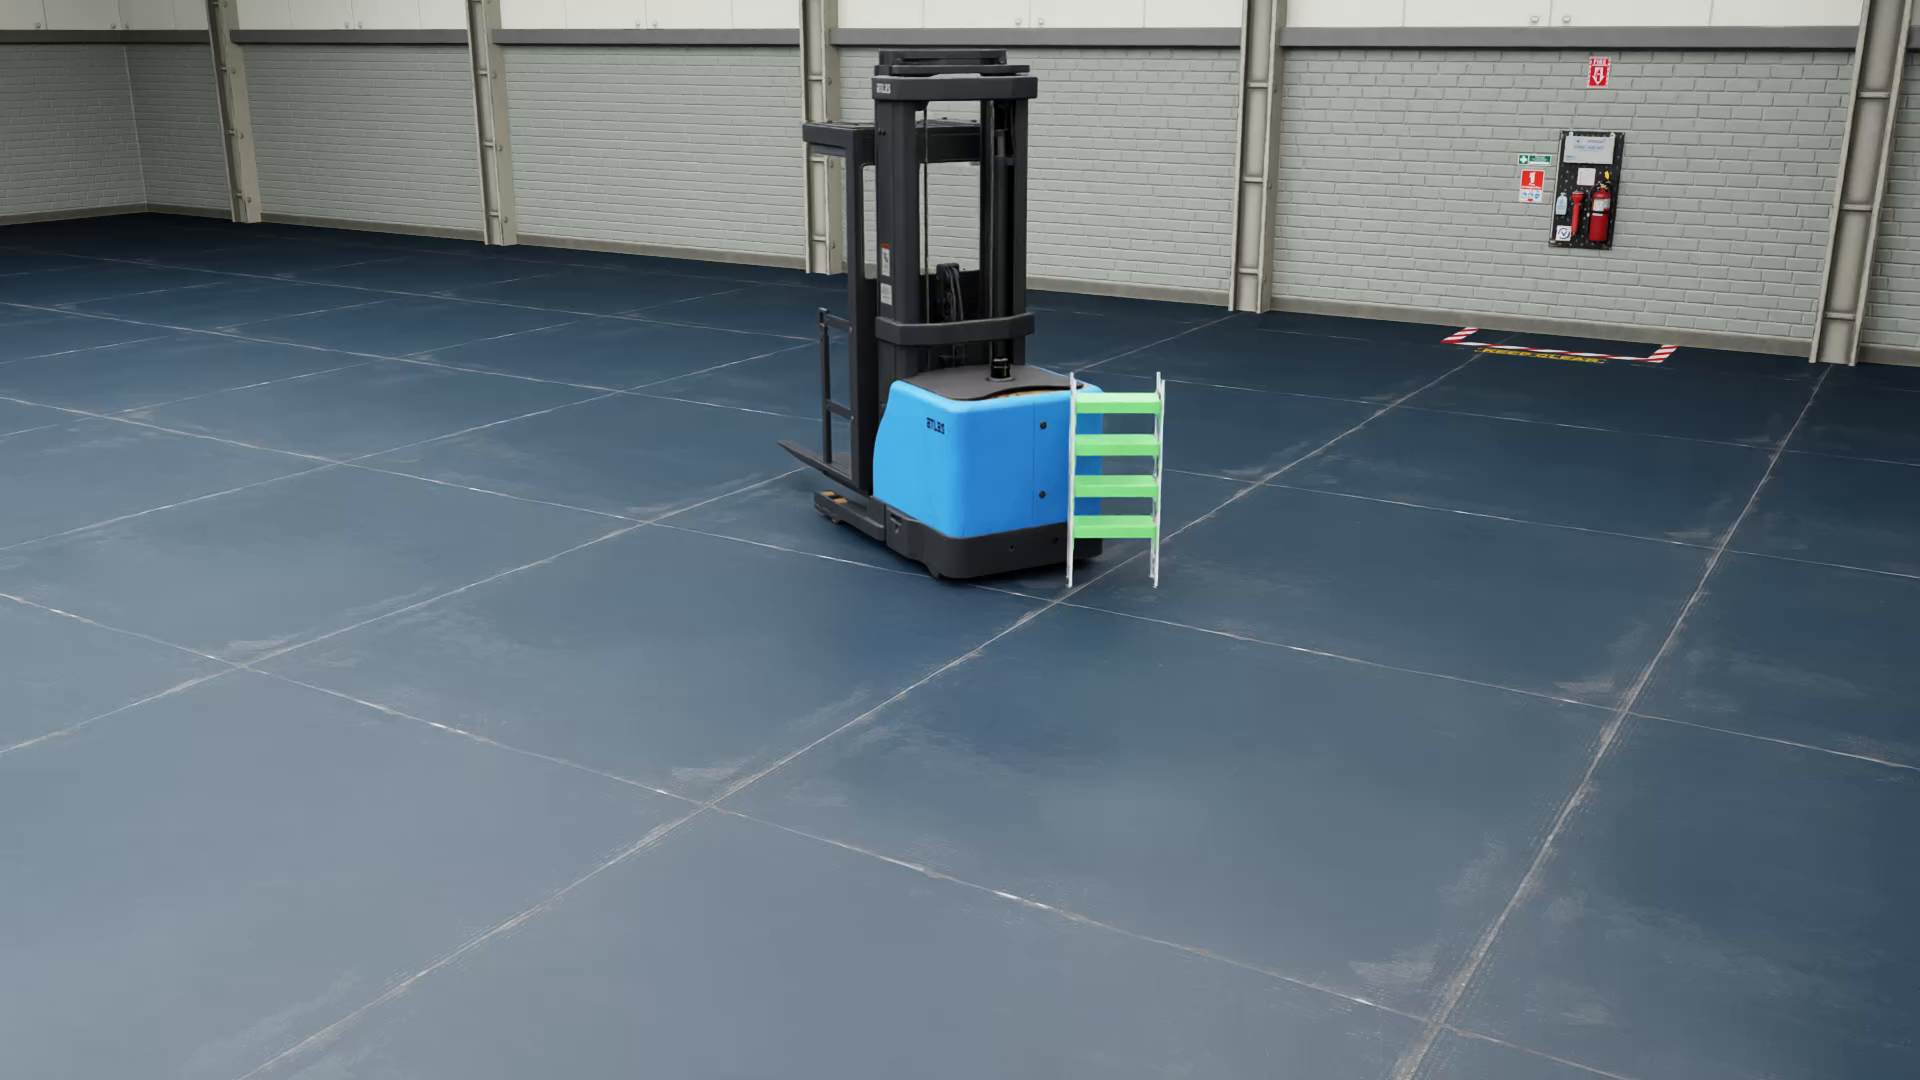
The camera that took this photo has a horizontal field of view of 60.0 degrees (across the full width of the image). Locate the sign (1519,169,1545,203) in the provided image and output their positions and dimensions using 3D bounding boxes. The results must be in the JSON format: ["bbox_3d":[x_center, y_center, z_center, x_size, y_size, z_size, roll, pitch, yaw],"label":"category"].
[{"bbox_3d":[5.926,-3.669,17.238,0.234,0.329,0.001,10,20,30],"label":"sign"}]

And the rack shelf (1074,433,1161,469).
[{"bbox_3d":[0.874,-0.505,9.373,0.480,0.148,0.258,0,17,0],"label":"rack shelf"}]

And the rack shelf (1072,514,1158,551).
[{"bbox_3d":[0.874,-0.046,9.513,0.480,0.148,0.258,0,17,0],"label":"rack shelf"}]

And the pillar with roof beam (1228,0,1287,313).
[{"bbox_3d":[1.064,-5.874,14.236,0.400,9.000,9.100,10,20,30],"label":"pillar with roof beam"}]

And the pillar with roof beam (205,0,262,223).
[{"bbox_3d":[-14.274,-8.612,23.250,0.400,9.000,9.100,10,20,30],"label":"pillar with roof beam"}]

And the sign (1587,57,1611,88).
[{"bbox_3d":[6.389,-4.677,16.630,0.199,0.298,0.001,10,20,30],"label":"sign"}]

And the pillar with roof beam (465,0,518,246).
[{"bbox_3d":[-9.162,-7.699,20.245,0.400,9.000,9.100,10,20,30],"label":"pillar with roof beam"}]

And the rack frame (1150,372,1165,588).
[{"bbox_3d":[1.118,-0.337,9.426,0.015,1.200,0.240,0,17,0],"label":"rack frame"}]

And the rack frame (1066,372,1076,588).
[{"bbox_3d":[0.630,-0.336,9.423,0.015,1.200,0.240,0,17,0],"label":"rack frame"}]

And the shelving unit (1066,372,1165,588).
[{"bbox_3d":[0.874,-0.336,9.424,0.503,1.200,0.258,0,17,0],"label":"shelving unit"}]

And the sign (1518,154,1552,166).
[{"bbox_3d":[5.926,-3.920,17.151,0.331,0.109,0.001,10,20,30],"label":"sign"}]

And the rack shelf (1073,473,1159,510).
[{"bbox_3d":[0.874,-0.275,9.443,0.480,0.148,0.258,0,17,0],"label":"rack shelf"}]

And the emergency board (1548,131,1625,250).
[{"bbox_3d":[6.344,-3.542,16.882,0.643,1.169,0.194,10,20,30],"label":"emergency board"}]

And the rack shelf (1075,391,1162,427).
[{"bbox_3d":[0.874,-0.735,9.303,0.480,0.148,0.258,0,17,0],"label":"rack shelf"}]

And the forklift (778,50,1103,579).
[{"bbox_3d":[-0.298,-1.563,10.482,1.130,2.935,3.031,-9,19,-27],"label":"forklift"}]

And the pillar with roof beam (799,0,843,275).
[{"bbox_3d":[-4.049,-6.787,17.241,0.400,9.000,9.100,10,20,30],"label":"pillar with roof beam"}]

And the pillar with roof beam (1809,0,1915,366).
[{"bbox_3d":[6.176,-4.961,11.232,0.400,9.000,9.100,10,20,30],"label":"pillar with roof beam"}]

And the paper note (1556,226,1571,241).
[{"bbox_3d":[6.229,-3.165,17.155,0.142,0.148,0.016,10,20,30],"label":"paper note"}]
